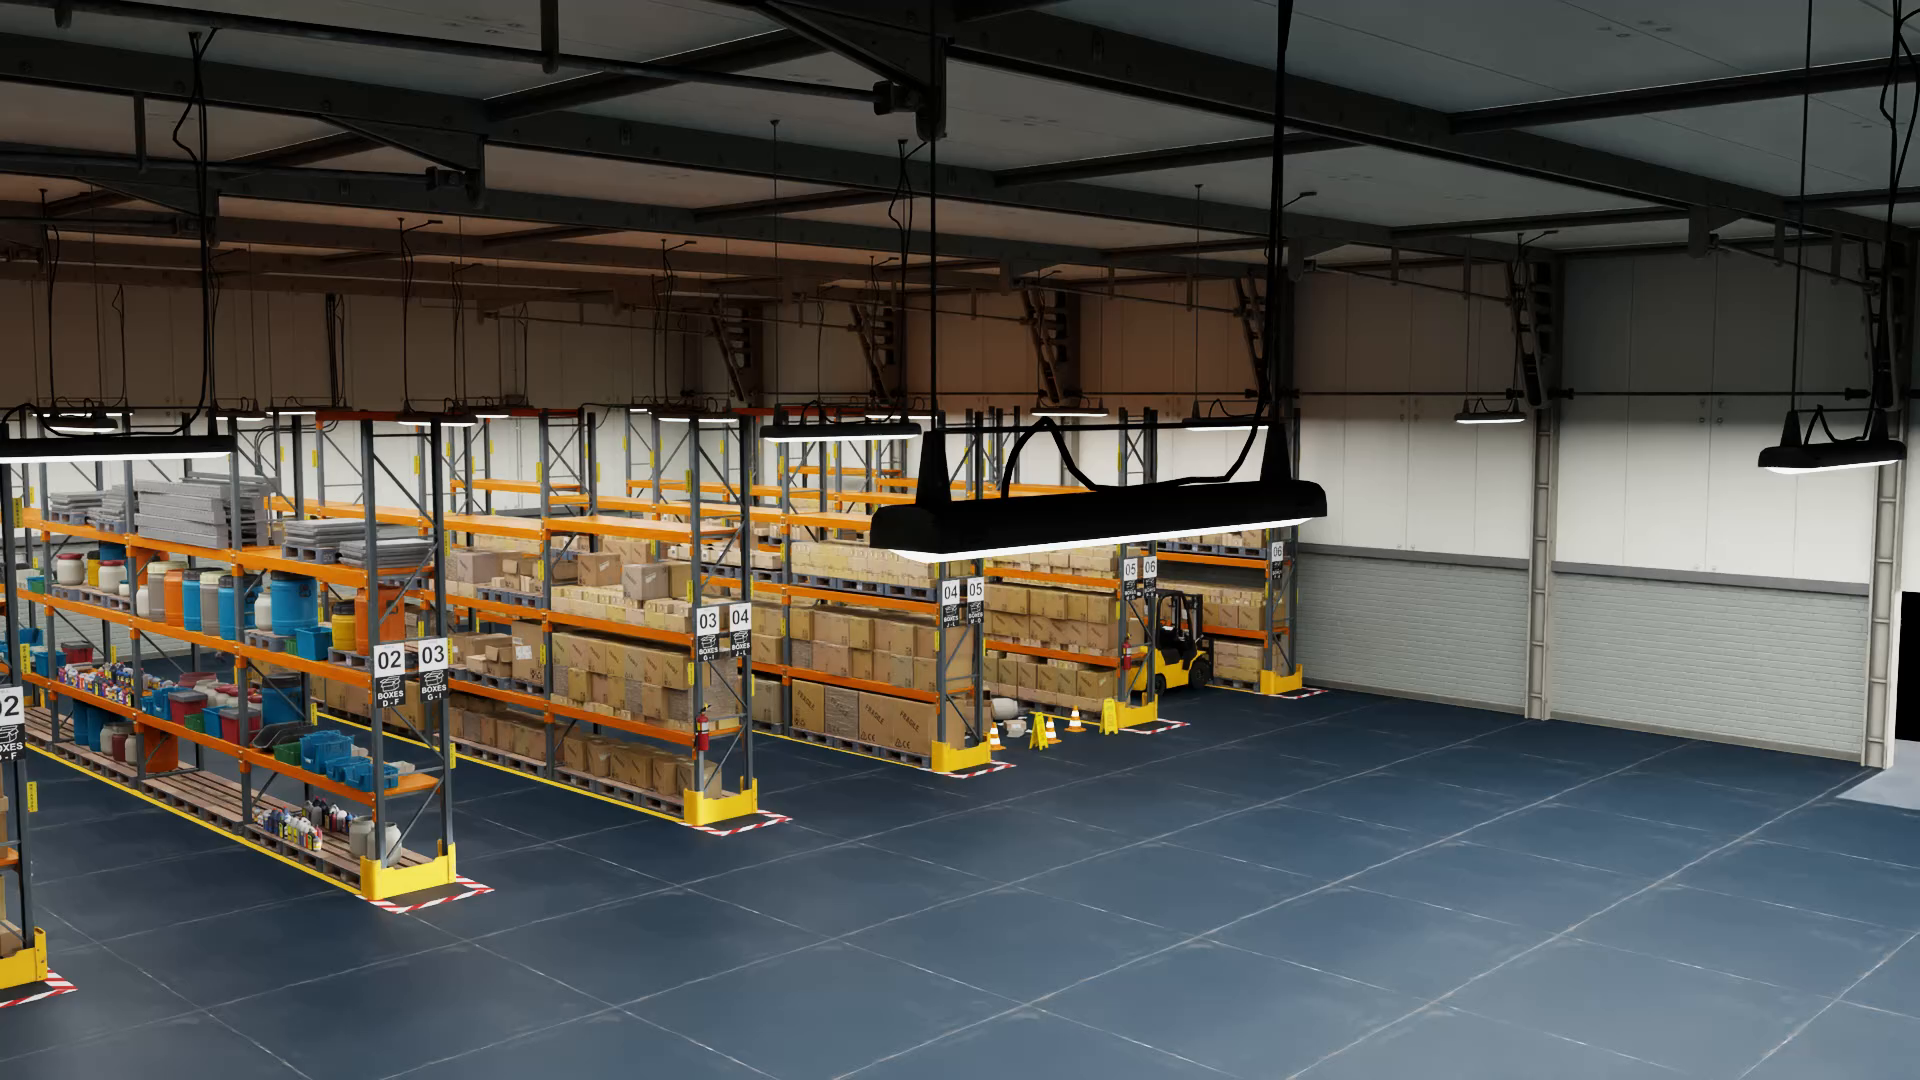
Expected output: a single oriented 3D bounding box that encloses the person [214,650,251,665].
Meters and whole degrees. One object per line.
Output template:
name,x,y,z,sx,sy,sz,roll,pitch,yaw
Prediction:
person,-16.777,2.080,38.471,0.944,1.692,0.531,-2,5,-21
